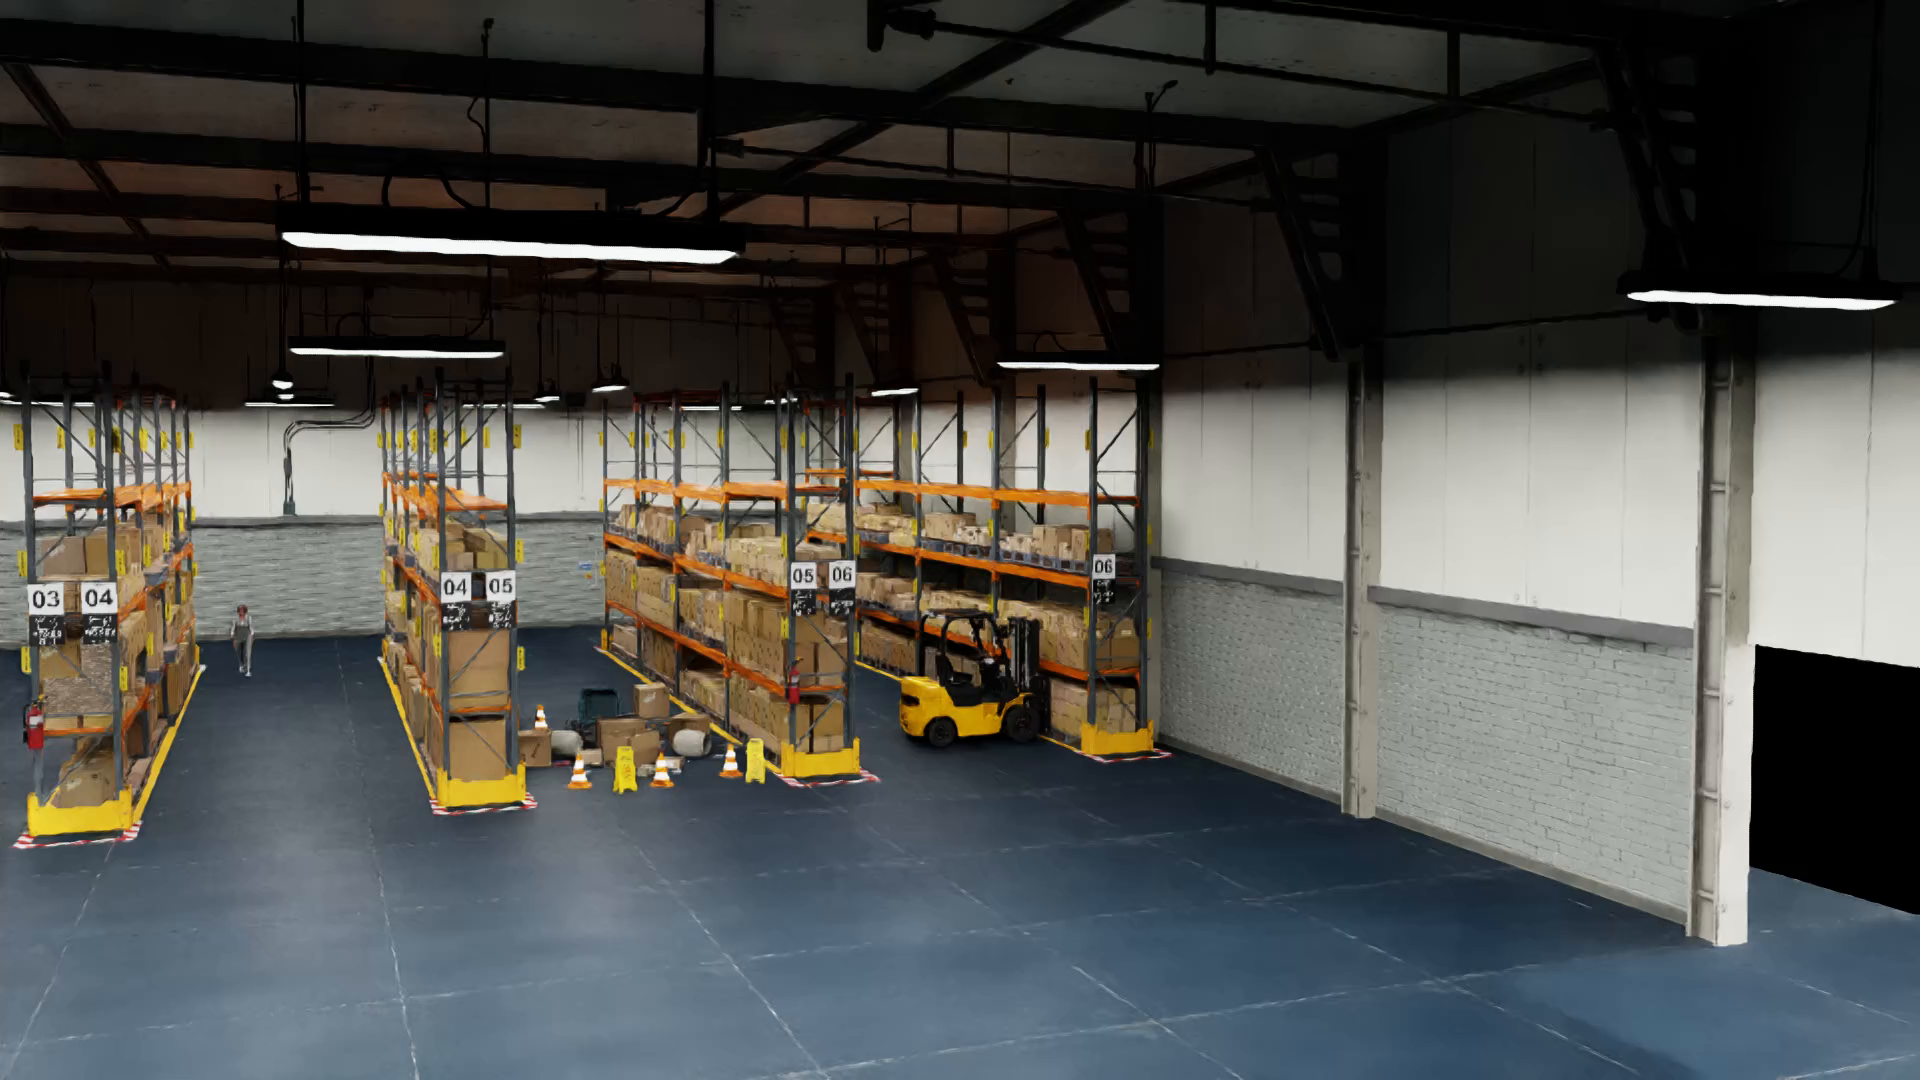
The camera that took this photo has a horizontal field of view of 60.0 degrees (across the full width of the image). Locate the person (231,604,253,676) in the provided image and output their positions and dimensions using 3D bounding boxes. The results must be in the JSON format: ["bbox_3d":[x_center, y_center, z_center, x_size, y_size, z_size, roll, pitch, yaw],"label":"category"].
[{"bbox_3d":[-15.250,2.105,35.322,0.414,1.517,1.037,-1,4,-19],"label":"person"}]
